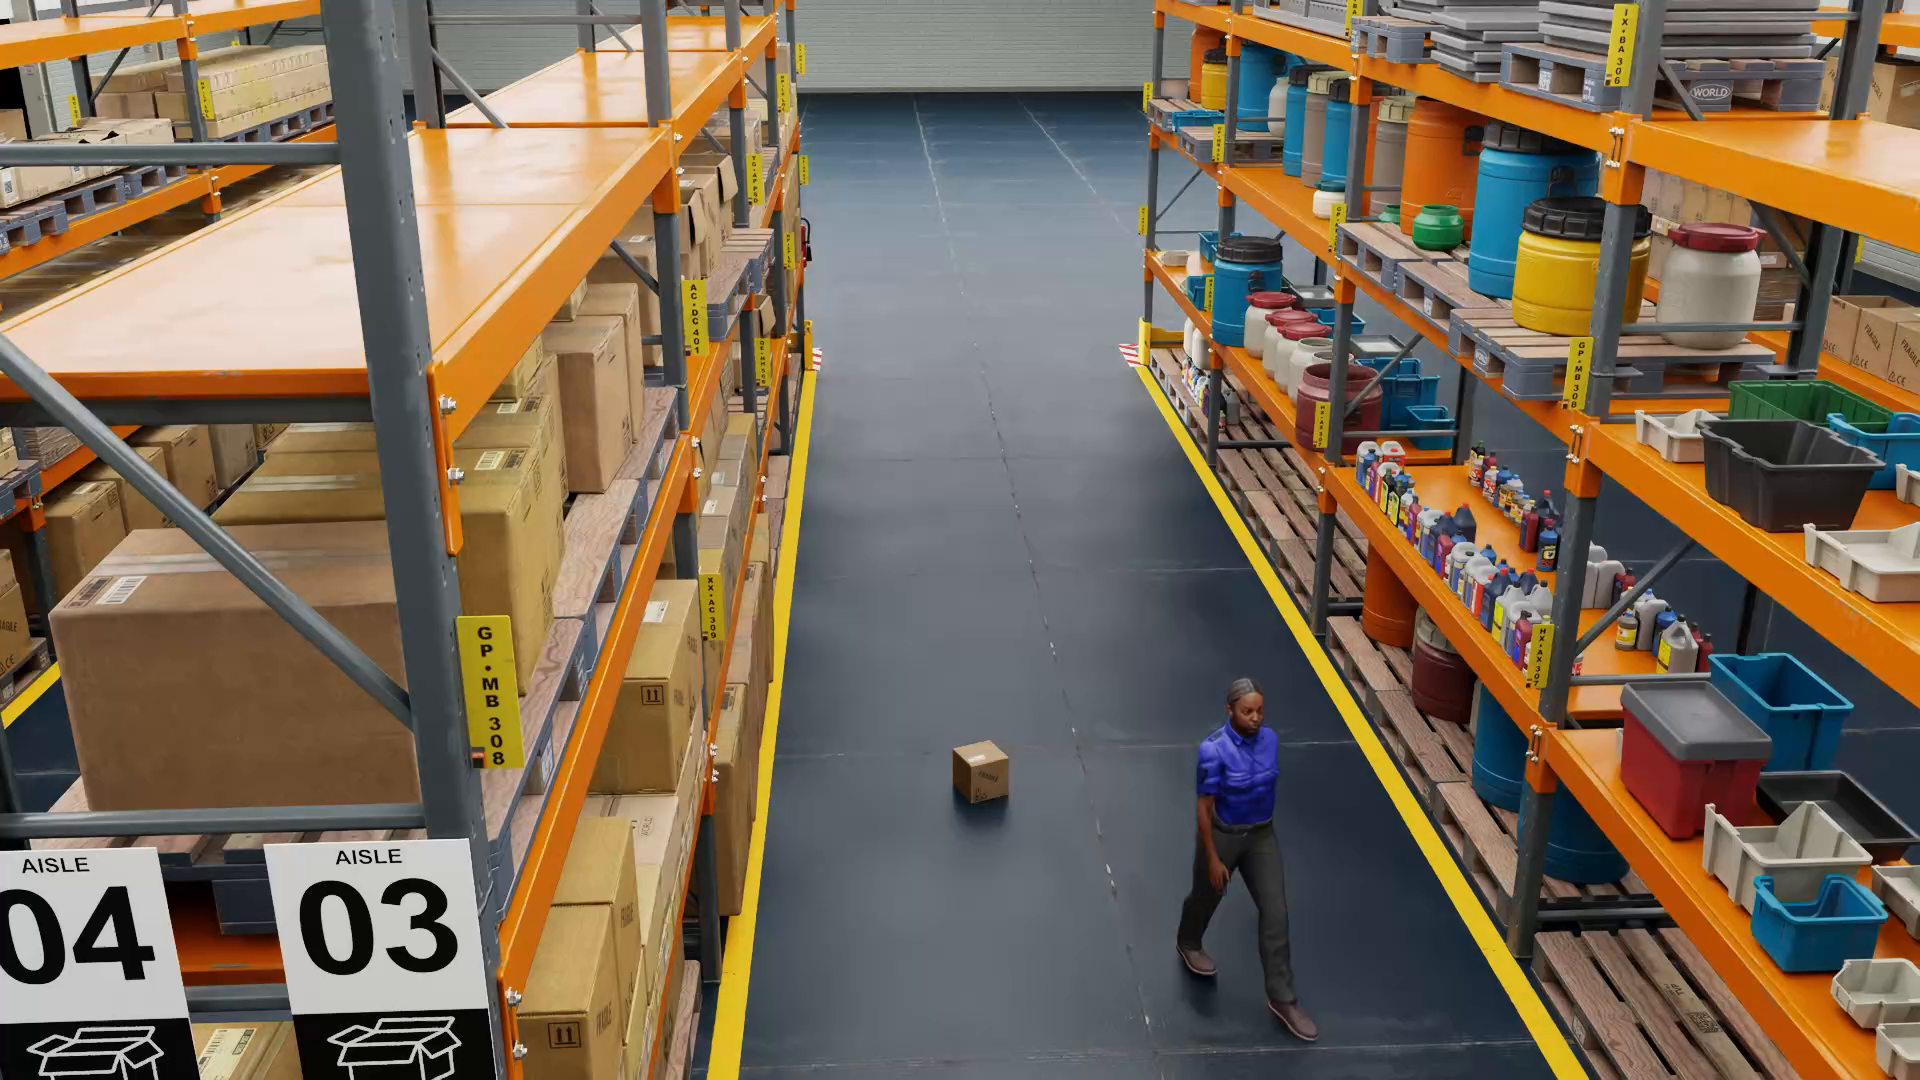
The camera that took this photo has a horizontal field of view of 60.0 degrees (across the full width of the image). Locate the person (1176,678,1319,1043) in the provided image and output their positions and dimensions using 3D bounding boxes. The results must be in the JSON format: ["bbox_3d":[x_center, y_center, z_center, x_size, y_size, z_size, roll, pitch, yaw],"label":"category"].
[{"bbox_3d":[1.328,1.438,7.730,0.483,1.637,0.875,-8,22,-20],"label":"person"}]
